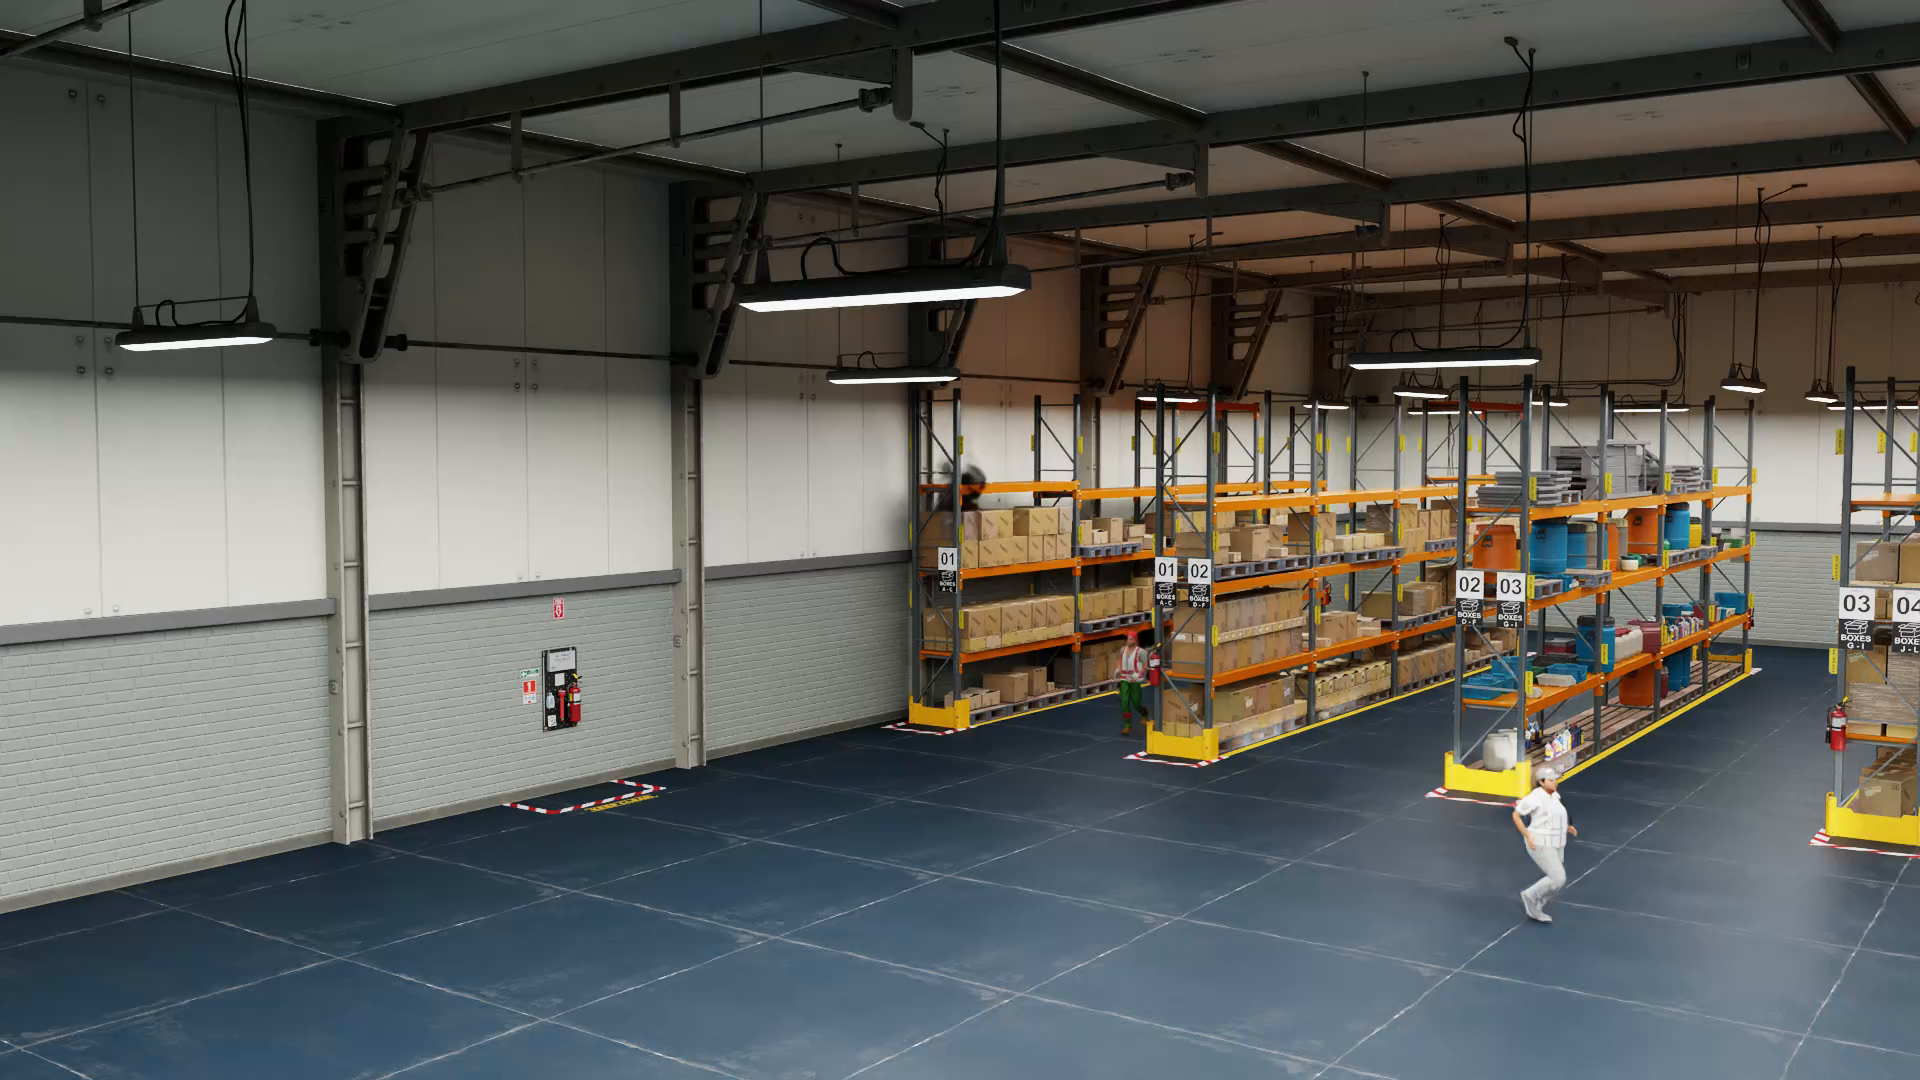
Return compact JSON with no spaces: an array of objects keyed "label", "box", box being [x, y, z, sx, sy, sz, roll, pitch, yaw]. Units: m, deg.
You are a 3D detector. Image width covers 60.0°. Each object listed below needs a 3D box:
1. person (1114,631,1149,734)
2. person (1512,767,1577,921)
[{"label":"person","box":[3.002,2.459,28.971,0.678,1.767,0.766,2,4,34]},{"label":"person","box":[6.158,3.192,17.358,0.593,1.626,0.567,-3,4,-38]}]
